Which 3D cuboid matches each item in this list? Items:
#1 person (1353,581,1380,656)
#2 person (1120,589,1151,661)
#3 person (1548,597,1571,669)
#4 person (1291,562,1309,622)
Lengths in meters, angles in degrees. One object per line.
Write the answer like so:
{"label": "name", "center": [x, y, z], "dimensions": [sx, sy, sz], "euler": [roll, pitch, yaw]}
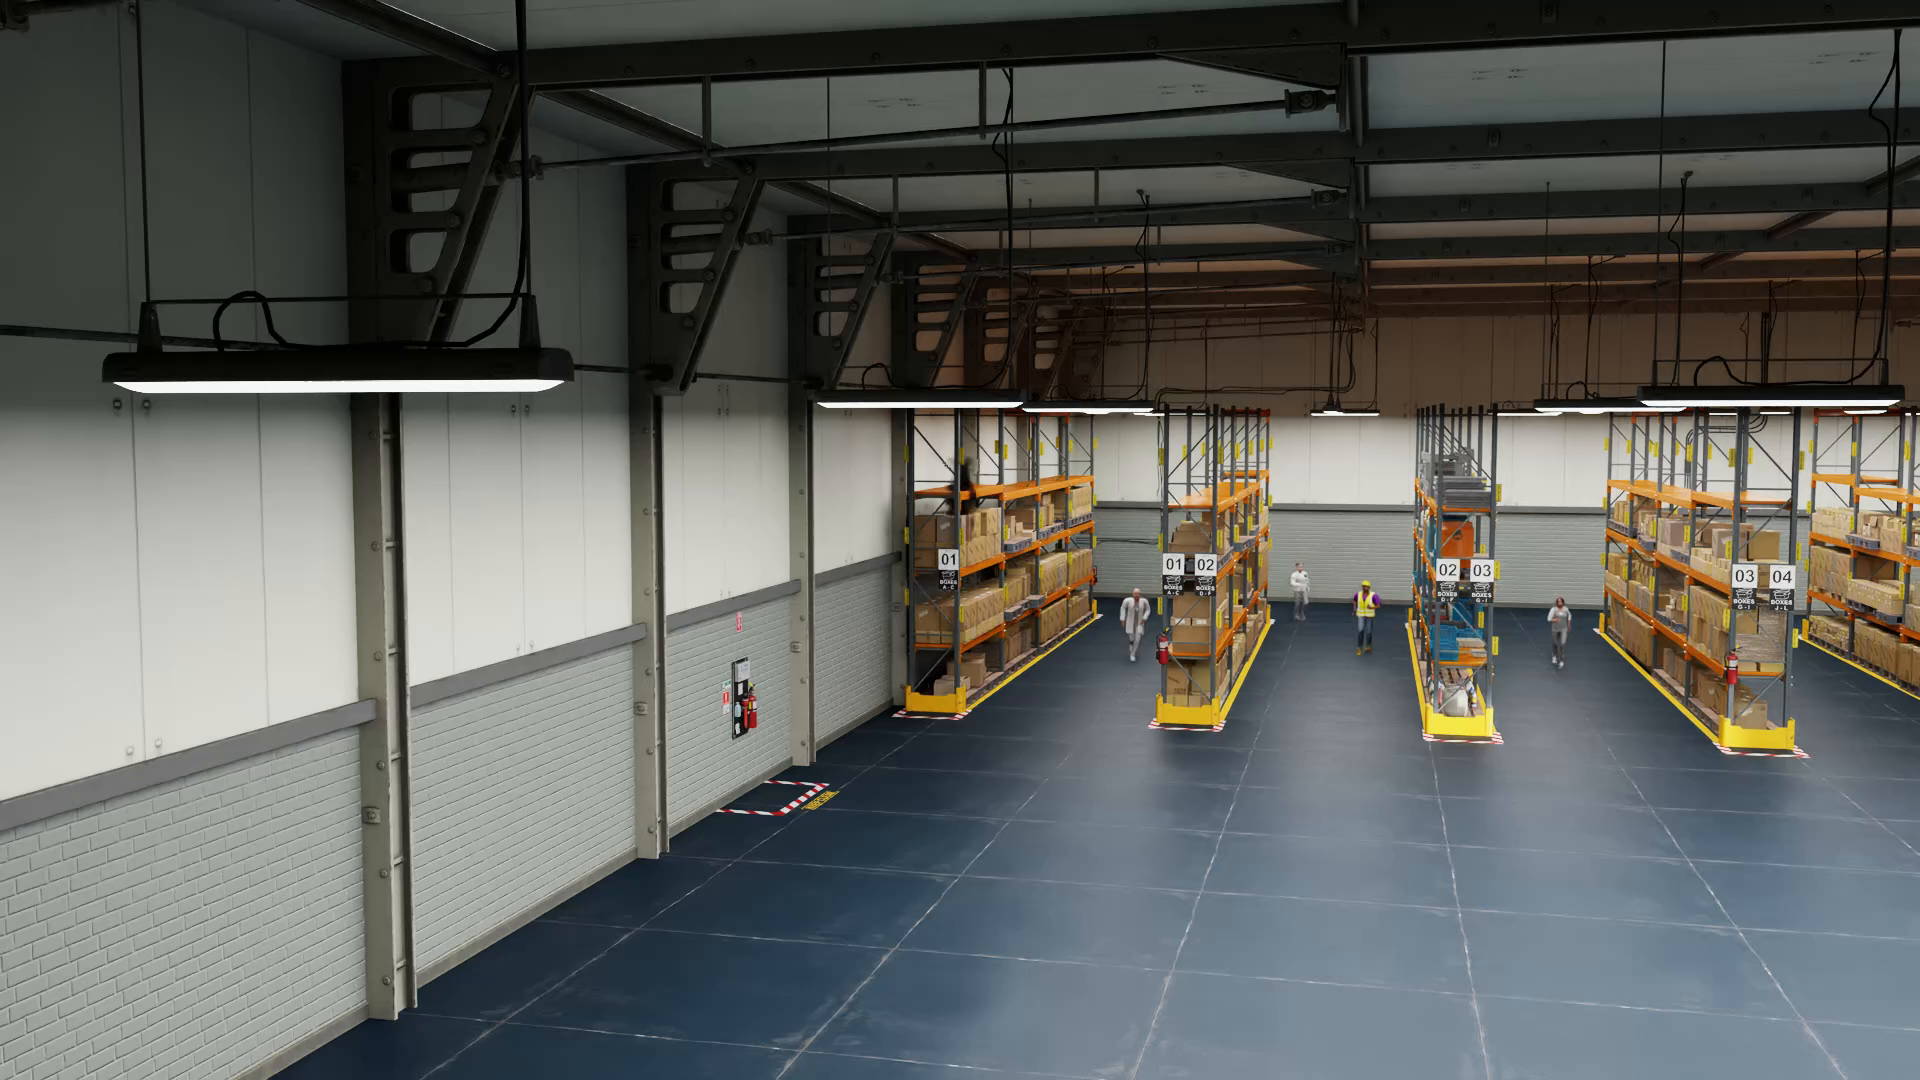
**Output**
{"label": "person", "center": [9.871, 1.890, 40.393], "dimensions": [0.673, 1.821, 0.788], "euler": [1, 4, 19]}
{"label": "person", "center": [4.167, 1.994, 39.559], "dimensions": [0.708, 1.712, 0.713], "euler": [0, 4, -3]}
{"label": "person", "center": [13.815, 2.113, 38.350], "dimensions": [0.531, 1.626, 0.824], "euler": [1, 4, 14]}
{"label": "person", "center": [9.627, 1.475, 47.086], "dimensions": [0.597, 1.723, 0.741], "euler": [-1, 4, -10]}
